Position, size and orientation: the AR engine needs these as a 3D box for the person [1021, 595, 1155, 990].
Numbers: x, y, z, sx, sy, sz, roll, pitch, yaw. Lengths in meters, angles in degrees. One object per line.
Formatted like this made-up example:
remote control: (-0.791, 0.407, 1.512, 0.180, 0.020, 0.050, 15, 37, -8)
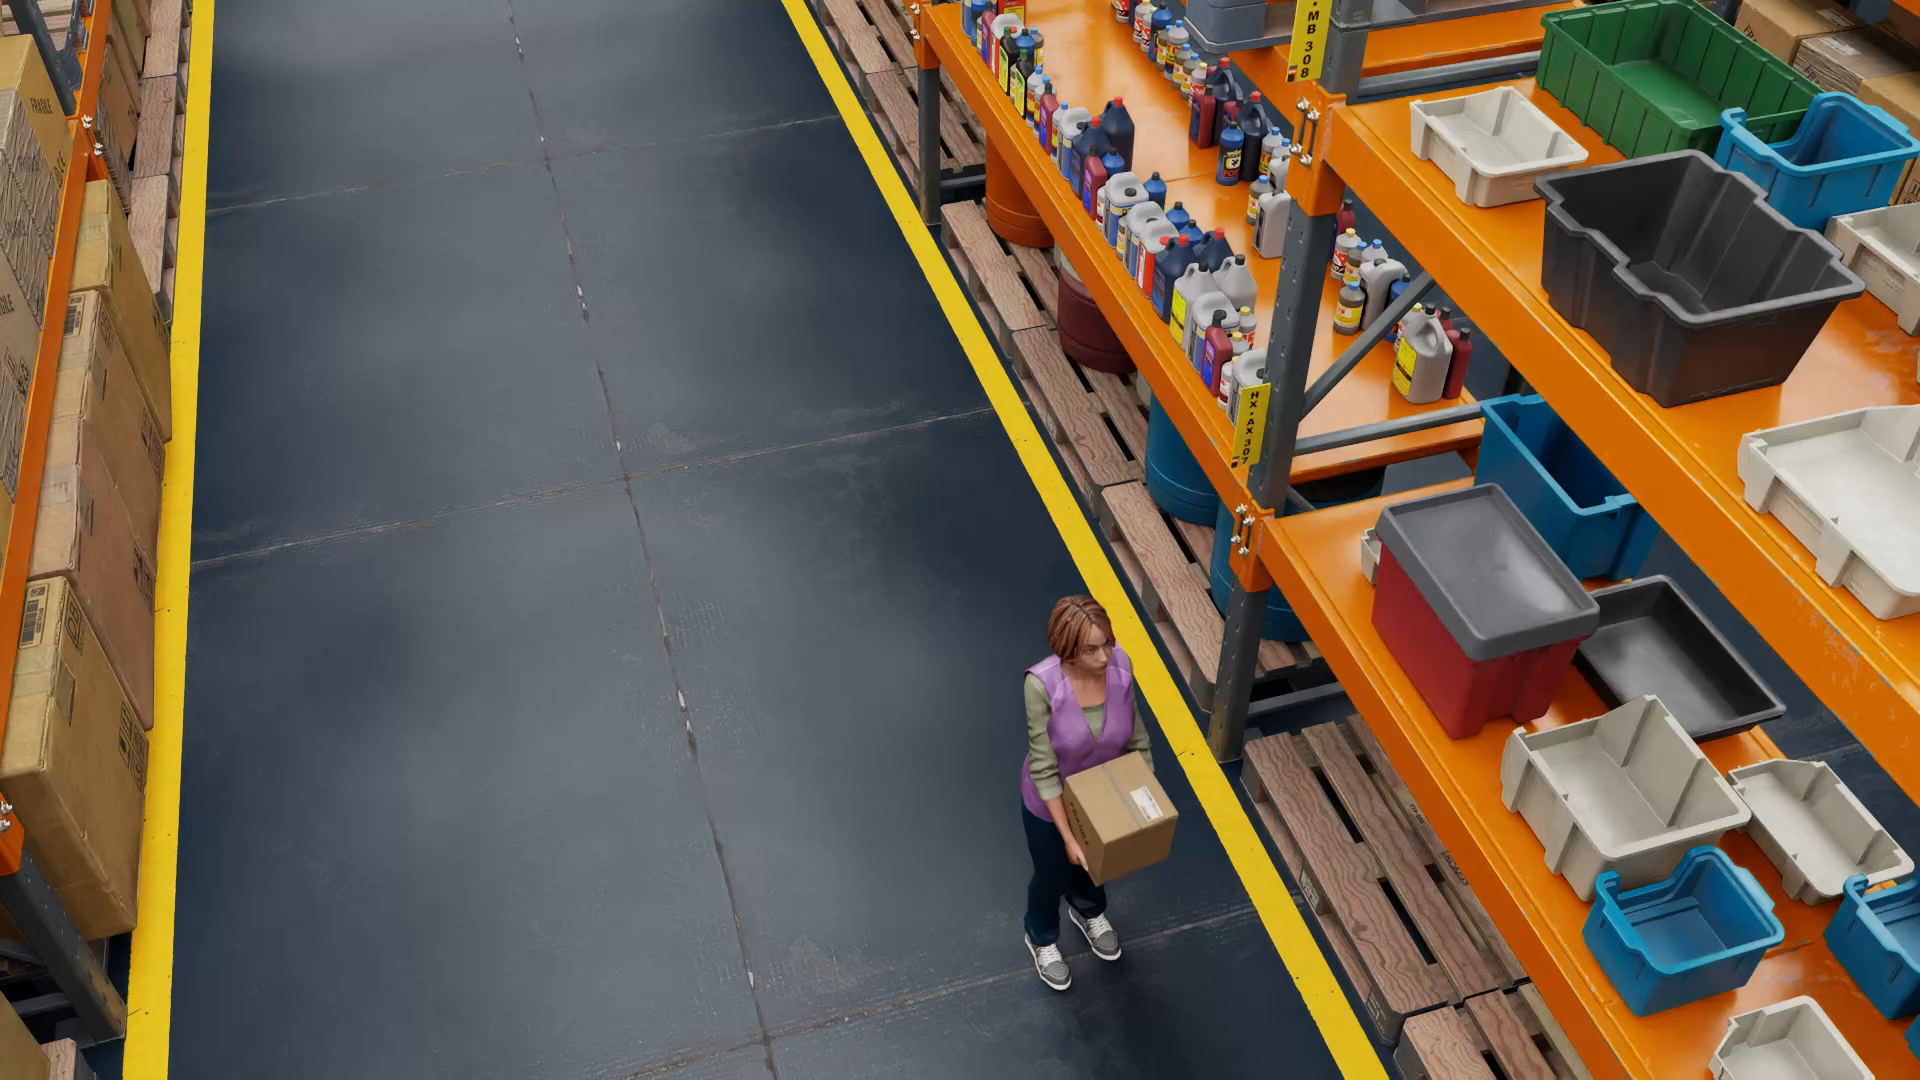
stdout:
person: (0.406, 0.861, 5.252, 0.408, 1.576, 0.495, -18, 46, -18)
